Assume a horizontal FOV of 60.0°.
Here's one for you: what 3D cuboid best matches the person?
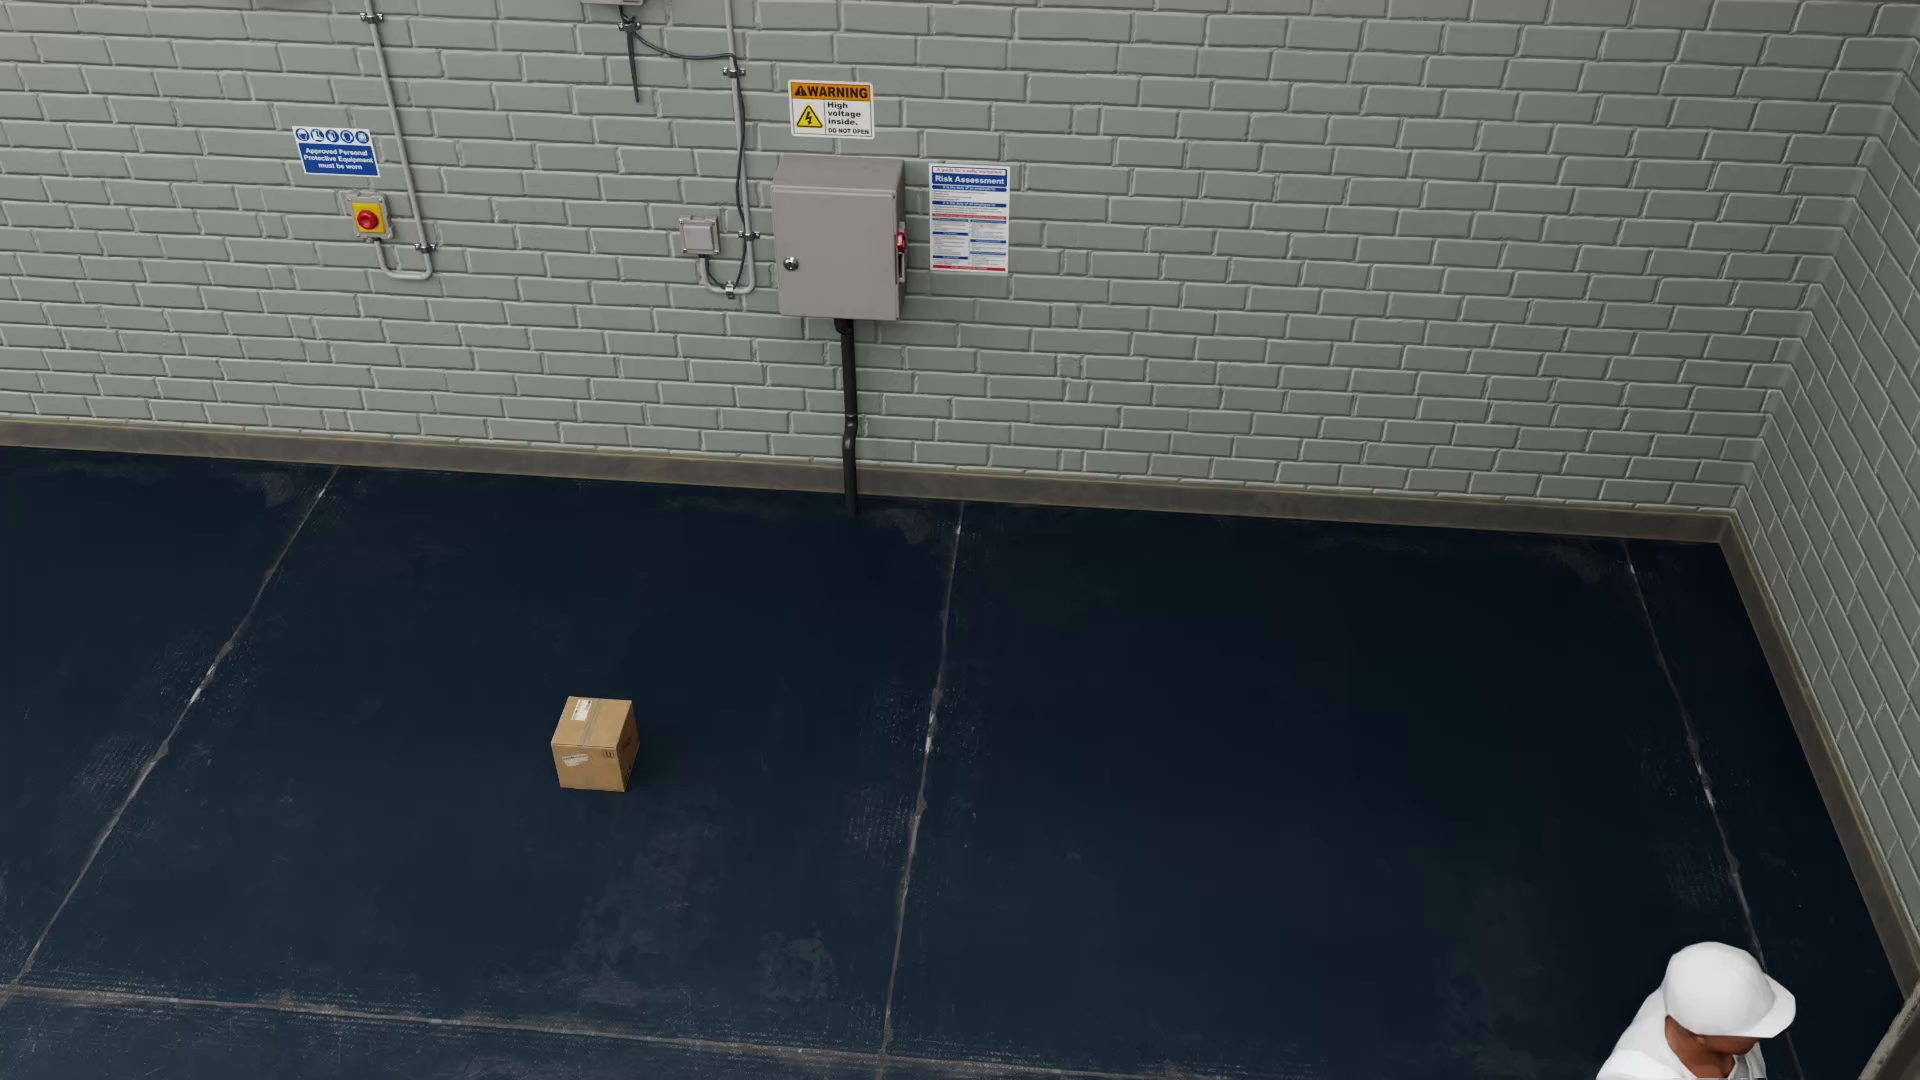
[{"bbox_3d":[1.758,1.650,4.157,0.487,1.832,0.598,28,47,30],"label":"person"}]
